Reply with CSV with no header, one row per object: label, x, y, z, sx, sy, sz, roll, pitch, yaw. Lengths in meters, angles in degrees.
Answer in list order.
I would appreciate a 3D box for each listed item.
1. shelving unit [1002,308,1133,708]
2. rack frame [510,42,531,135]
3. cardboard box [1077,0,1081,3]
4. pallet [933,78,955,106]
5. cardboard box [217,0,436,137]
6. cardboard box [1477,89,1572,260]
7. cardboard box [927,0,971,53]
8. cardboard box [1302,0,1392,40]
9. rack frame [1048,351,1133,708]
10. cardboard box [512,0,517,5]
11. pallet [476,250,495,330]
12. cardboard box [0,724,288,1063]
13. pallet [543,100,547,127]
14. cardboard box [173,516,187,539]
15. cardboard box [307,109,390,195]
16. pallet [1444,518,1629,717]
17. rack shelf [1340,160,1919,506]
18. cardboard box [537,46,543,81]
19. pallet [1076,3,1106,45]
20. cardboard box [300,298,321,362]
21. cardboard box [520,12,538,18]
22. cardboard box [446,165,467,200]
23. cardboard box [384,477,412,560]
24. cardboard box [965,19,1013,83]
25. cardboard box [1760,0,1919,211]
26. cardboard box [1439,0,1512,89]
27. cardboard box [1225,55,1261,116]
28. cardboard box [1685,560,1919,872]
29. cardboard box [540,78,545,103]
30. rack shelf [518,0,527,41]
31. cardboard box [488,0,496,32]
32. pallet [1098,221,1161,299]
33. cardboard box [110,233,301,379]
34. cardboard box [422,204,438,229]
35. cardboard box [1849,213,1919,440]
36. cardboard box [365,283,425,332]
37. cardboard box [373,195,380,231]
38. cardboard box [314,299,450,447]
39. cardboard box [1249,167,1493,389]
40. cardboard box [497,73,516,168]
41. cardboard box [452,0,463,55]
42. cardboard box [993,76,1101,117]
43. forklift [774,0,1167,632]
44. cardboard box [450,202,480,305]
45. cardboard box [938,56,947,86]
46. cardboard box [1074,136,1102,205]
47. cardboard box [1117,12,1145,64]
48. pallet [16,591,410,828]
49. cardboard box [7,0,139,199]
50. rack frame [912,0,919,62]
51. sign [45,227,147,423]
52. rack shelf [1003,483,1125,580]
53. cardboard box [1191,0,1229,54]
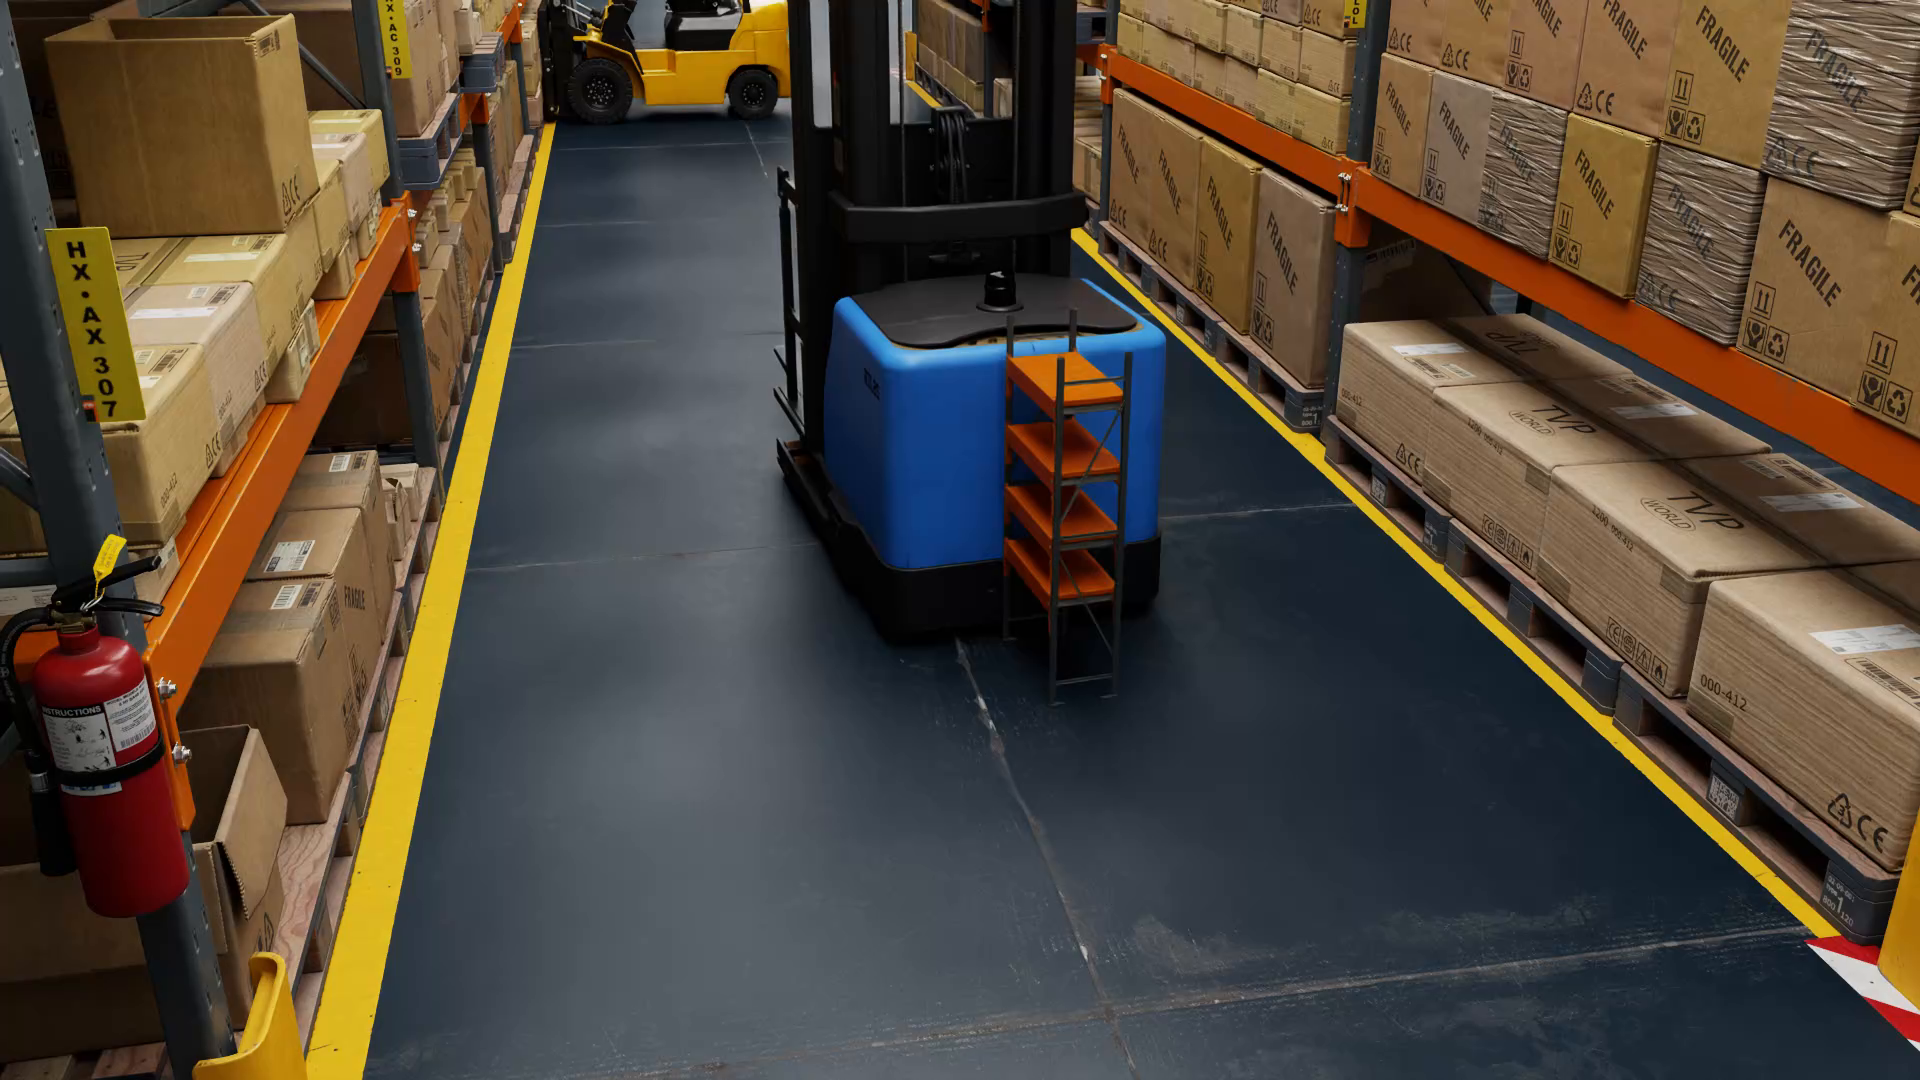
shelving unit,0.338,-0.107,5.492,0.258,1.200,0.503,-7,25,-15
rack frame,-4.166,-4.631,13.605,1.000,3.000,0.127,-4,24,-10
cardboard box,0.948,-3.811,11.517,0.380,0.149,0.250,-5,24,-10
pallet,0.324,-4.464,16.708,1.003,0.211,1.213,-4,24,-10
cardboard box,-2.556,-1.929,6.770,0.700,0.500,0.500,-4,24,-8
cardboard box,2.195,-1.300,5.855,0.500,0.500,0.500,-4,24,-9
cardboard box,-0.045,-5.297,17.103,0.500,0.500,0.500,-5,24,-12
cardboard box,1.862,-2.514,7.384,0.500,0.500,0.500,-4,24,-8
rack frame,0.408,-0.012,5.278,0.240,1.200,0.015,-7,25,-15
cardboard box,-3.815,-4.383,13.226,0.500,0.250,0.500,-4,24,-9
pallet,-3.325,-1.483,9.882,1.003,0.211,1.213,-4,24,-10
cardboard box,-1.967,0.793,3.780,0.797,0.503,0.637,-5,24,-12
pallet,-4.501,-4.150,15.988,1.003,0.211,1.213,-4,24,-10
cardboard box,-1.830,-0.042,3.412,0.380,0.149,0.250,-4,24,-8
cardboard box,-2.353,-1.369,5.953,0.500,0.250,0.500,-4,24,-8
pallet,2.484,0.211,6.004,1.003,0.211,1.213,-4,24,-10
rack shelf,2.561,-0.737,5.588,1.077,0.370,4.000,-4,24,-10
cardboard box,-4.128,-4.402,15.367,0.500,0.250,0.500,-5,24,-10
pallet,1.215,-3.611,11.509,1.213,0.211,1.003,-4,24,-10
cardboard box,-1.996,-0.558,4.593,0.380,0.149,0.250,-4,24,-9
cardboard box,-4.224,-4.839,15.743,0.500,0.250,0.500,-5,24,-11
cardboard box,-3.000,-2.014,9.402,0.380,0.149,0.250,-5,24,-12
cardboard box,-2.229,-0.086,6.090,0.396,0.266,0.258,-3,24,-8
cardboard box,0.339,-4.489,15.253,0.500,0.500,0.500,-5,24,-10
cardboard box,2.482,-1.159,4.282,0.500,0.500,0.500,-4,24,-10
cardboard box,2.128,-1.953,6.099,0.500,0.500,0.500,-5,24,-10
cardboard box,1.693,-2.342,8.553,0.500,0.250,0.500,-5,24,-11
cardboard box,2.710,0.450,4.649,0.875,0.438,0.875,-5,24,-12
cardboard box,-4.149,-4.177,15.478,0.500,0.250,0.500,-4,24,-9
rack shelf,-4.536,-5.088,15.550,1.077,0.370,4.000,-4,24,-10
cardboard box,-3.458,-3.582,11.390,0.500,0.250,0.500,-5,24,-11
pallet,1.523,-1.833,10.683,1.003,0.211,1.213,-4,24,-10
cardboard box,-1.956,-0.574,4.133,0.500,0.250,0.500,-5,24,-11
cardboard box,-2.873,-1.602,8.458,0.380,0.149,0.250,-4,24,-10
cardboard box,2.581,-0.496,4.012,0.500,0.500,0.500,-4,24,-9
cardboard box,-2.491,-0.989,7.055,0.380,0.149,0.250,-3,24,-7
cardboard box,-2.310,-1.161,5.975,0.380,0.149,0.250,-4,24,-8
cardboard box,-2.555,-0.738,7.290,0.500,0.500,0.500,-3,24,-7
cardboard box,1.998,-1.310,8.131,0.875,0.875,0.875,-4,24,-8
cardboard box,-3.922,-3.225,12.828,0.875,0.625,0.625,-5,24,-10
cardboard box,-2.942,-2.669,8.459,0.797,0.503,0.637,-5,24,-11
cardboard box,0.811,-3.782,14.420,0.950,0.372,0.625,-4,24,-9
forklift,-0.179,-1.583,6.712,1.130,2.935,3.031,-7,25,-15
cardboard box,-2.955,-1.551,9.151,0.500,0.500,0.500,-3,24,-7
cardboard box,0.050,-4.753,16.795,0.500,0.250,0.500,-3,24,-6
cardboard box,1.357,-2.637,11.800,0.950,0.372,0.625,-6,24,-13
cardboard box,1.295,-3.146,10.394,0.500,0.250,0.500,-5,24,-11
pallet,-2.331,0.545,5.239,1.003,0.211,1.213,-4,24,-10
cardboard box,-2.672,-1.290,4.834,0.500,0.500,0.500,-5,24,-11
rack frame,-0.028,-6.573,18.052,1.000,3.000,0.127,-4,24,-10
sign,-1.413,-0.348,2.717,0.100,0.325,0.005,-4,24,-10
rack shelf,0.338,-0.046,5.519,0.258,0.148,0.480,-7,25,-15
cardboard box,1.558,-2.768,8.903,0.500,0.250,0.500,-4,24,-9
